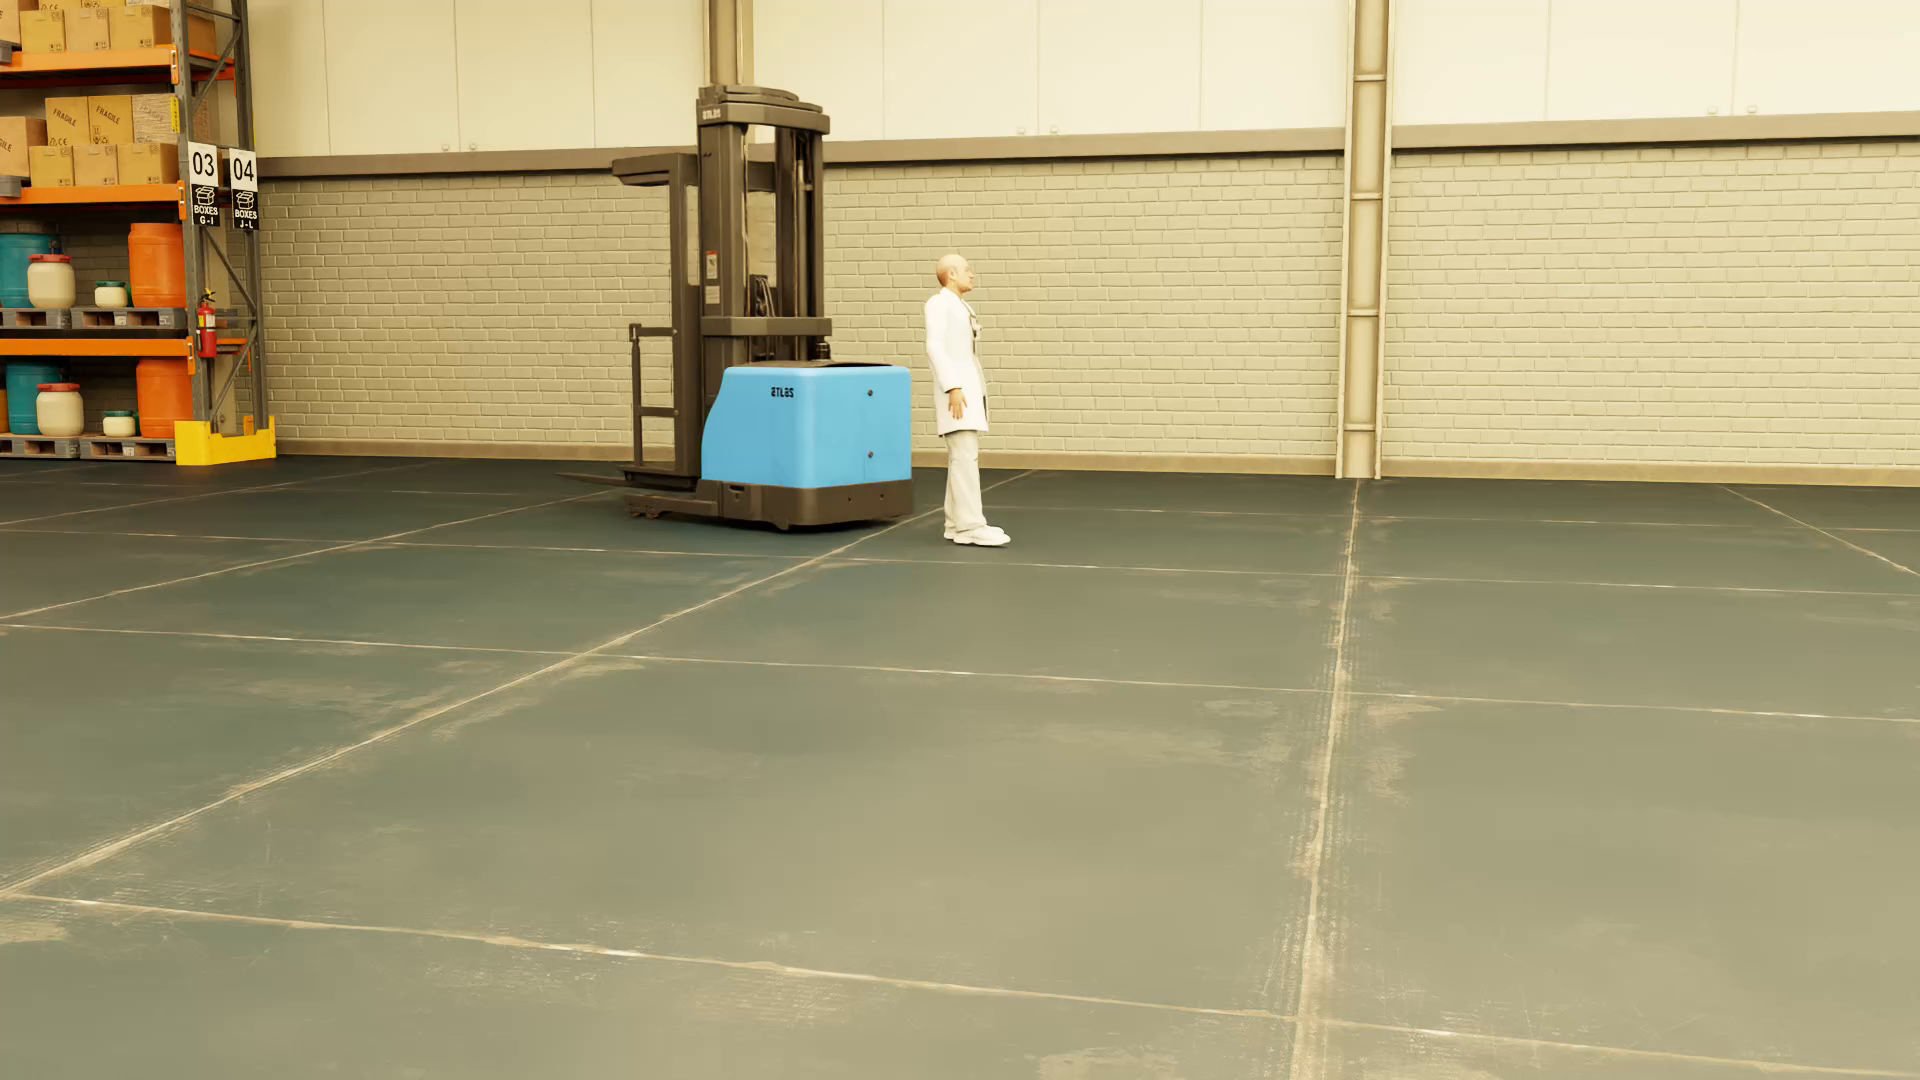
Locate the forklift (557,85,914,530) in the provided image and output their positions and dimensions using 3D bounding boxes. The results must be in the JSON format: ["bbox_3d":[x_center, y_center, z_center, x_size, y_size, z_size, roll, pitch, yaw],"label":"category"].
[{"bbox_3d":[-1.748,-1.644,11.830,3.031,2.935,1.130,6,10,42],"label":"forklift"}]

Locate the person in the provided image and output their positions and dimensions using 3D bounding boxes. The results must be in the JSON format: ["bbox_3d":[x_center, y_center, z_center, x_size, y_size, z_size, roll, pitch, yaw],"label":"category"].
[{"bbox_3d":[0.096,-0.884,10.377,0.577,1.776,0.696,2,7,14],"label":"person"}]
